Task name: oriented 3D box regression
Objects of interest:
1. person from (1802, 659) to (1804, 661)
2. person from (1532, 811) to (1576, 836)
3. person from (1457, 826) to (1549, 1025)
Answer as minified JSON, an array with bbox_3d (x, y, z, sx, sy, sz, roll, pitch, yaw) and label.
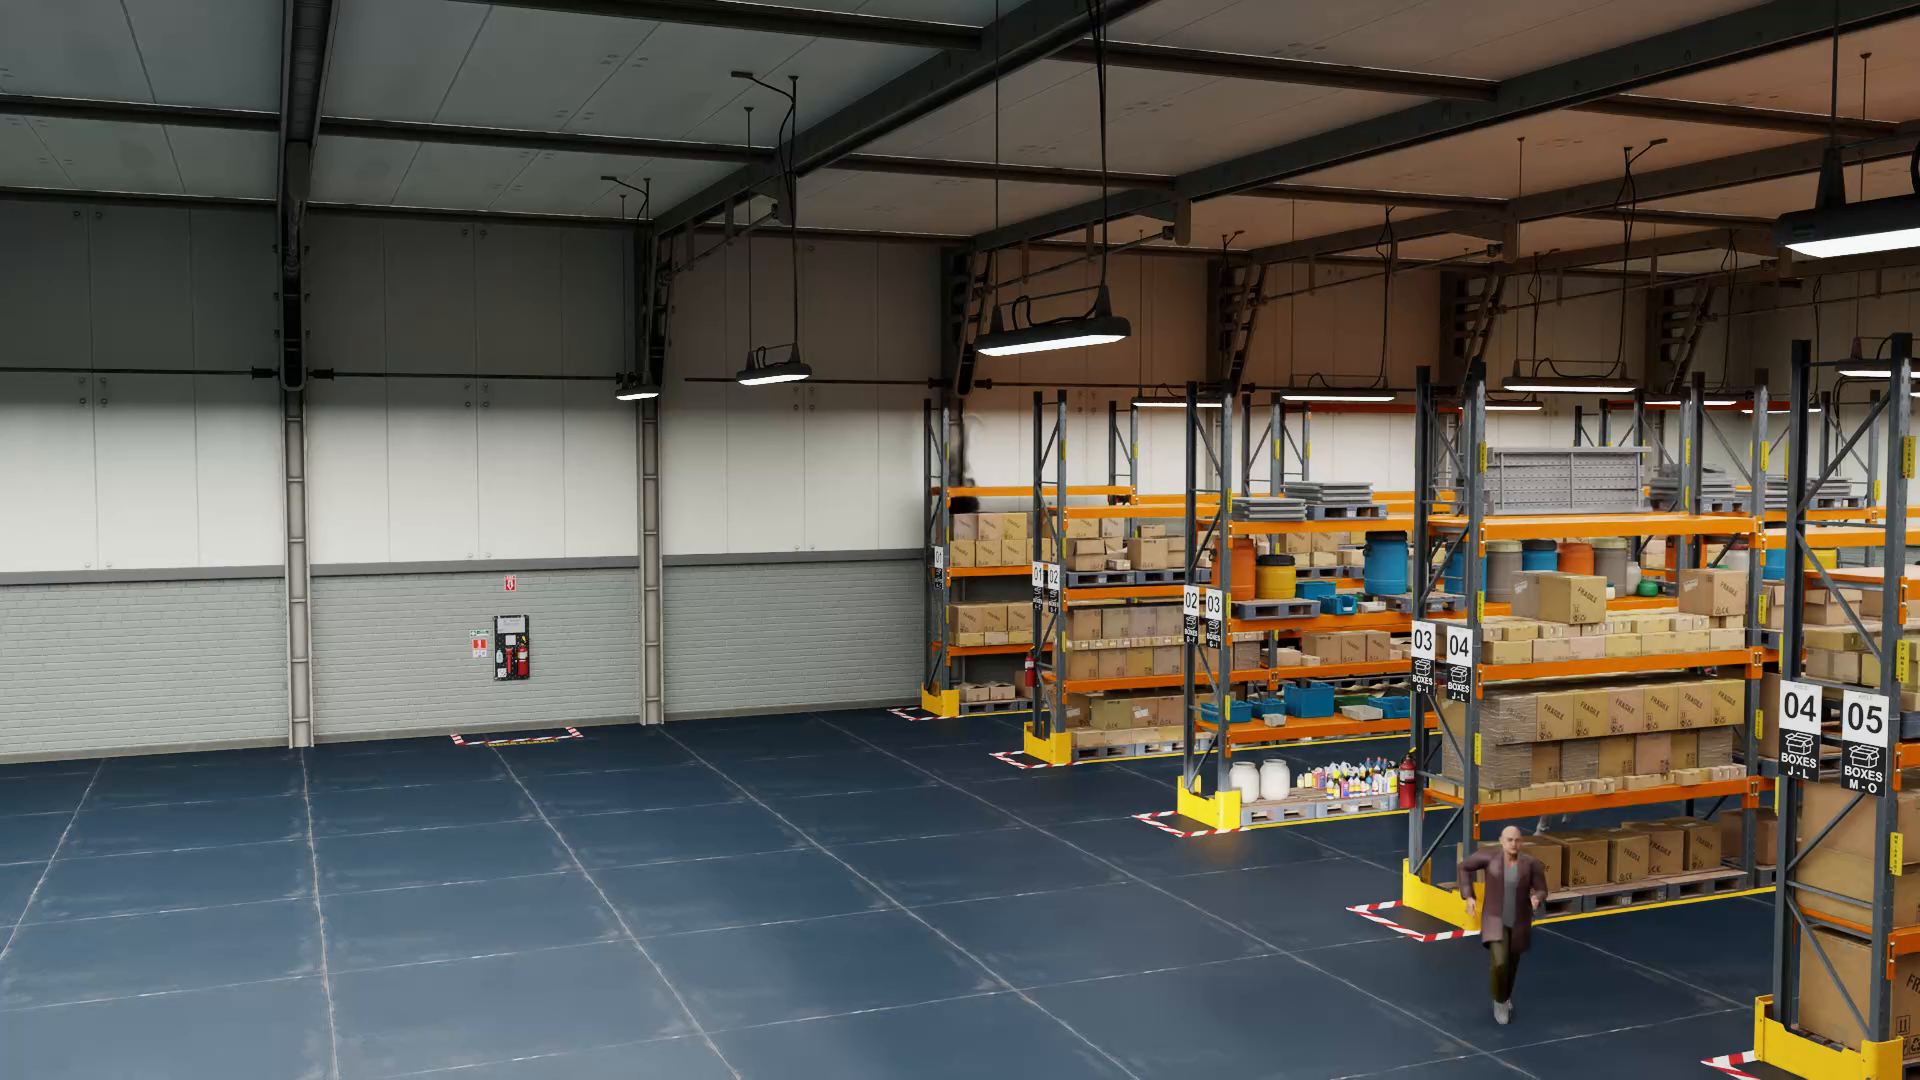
[{"bbox_3d":[17.150,2.336,33.994,0.553,1.661,0.881,-1,3,-10],"label":"person"},{"bbox_3d":[7.810,3.052,21.764,1.031,1.731,0.688,-3,4,-41],"label":"person"},{"bbox_3d":[4.834,3.419,14.789,0.744,1.781,0.915,0,3,8],"label":"person"}]
